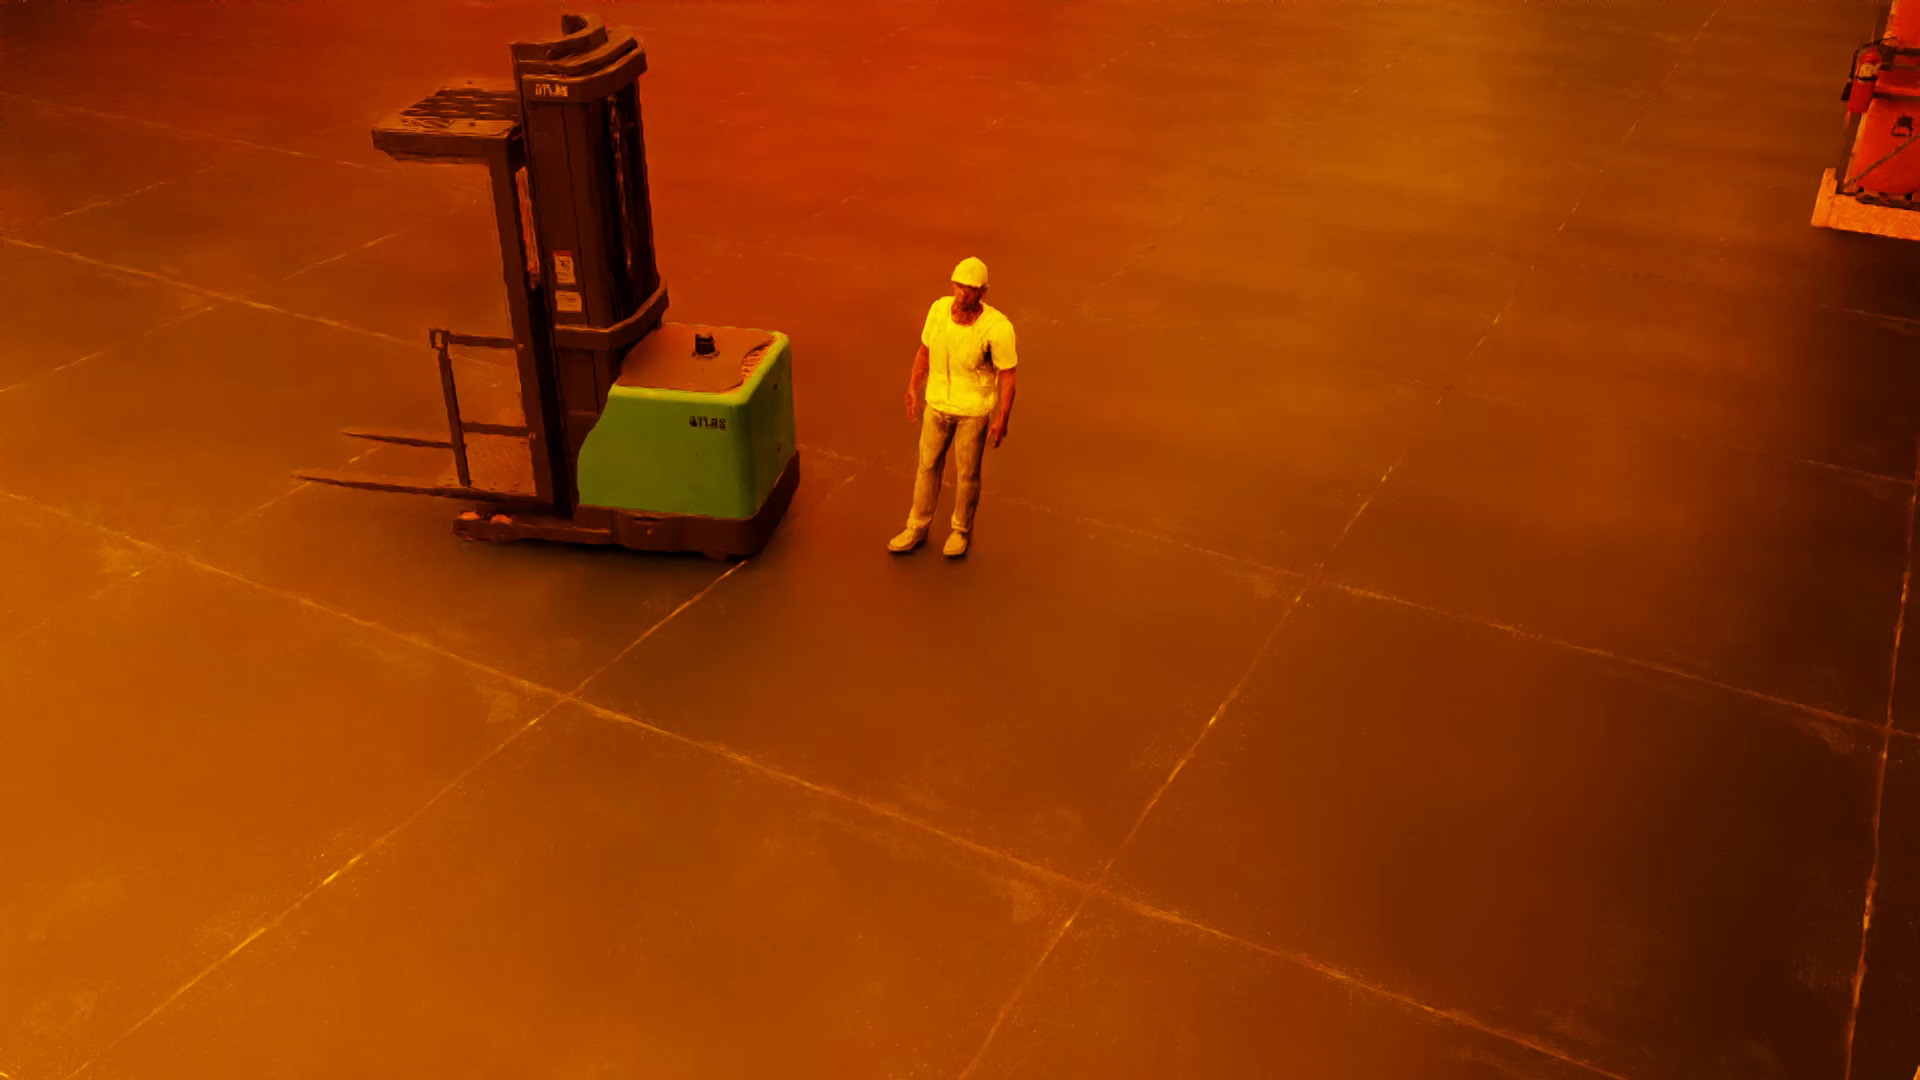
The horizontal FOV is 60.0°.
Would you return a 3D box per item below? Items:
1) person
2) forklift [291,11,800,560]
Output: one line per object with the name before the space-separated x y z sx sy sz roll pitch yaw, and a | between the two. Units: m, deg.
person | -0.038 -0.739 9.509 0.665 1.760 0.576 15 33 25
forklift | -2.578 -1.505 9.678 3.031 2.935 1.130 5 30 9
